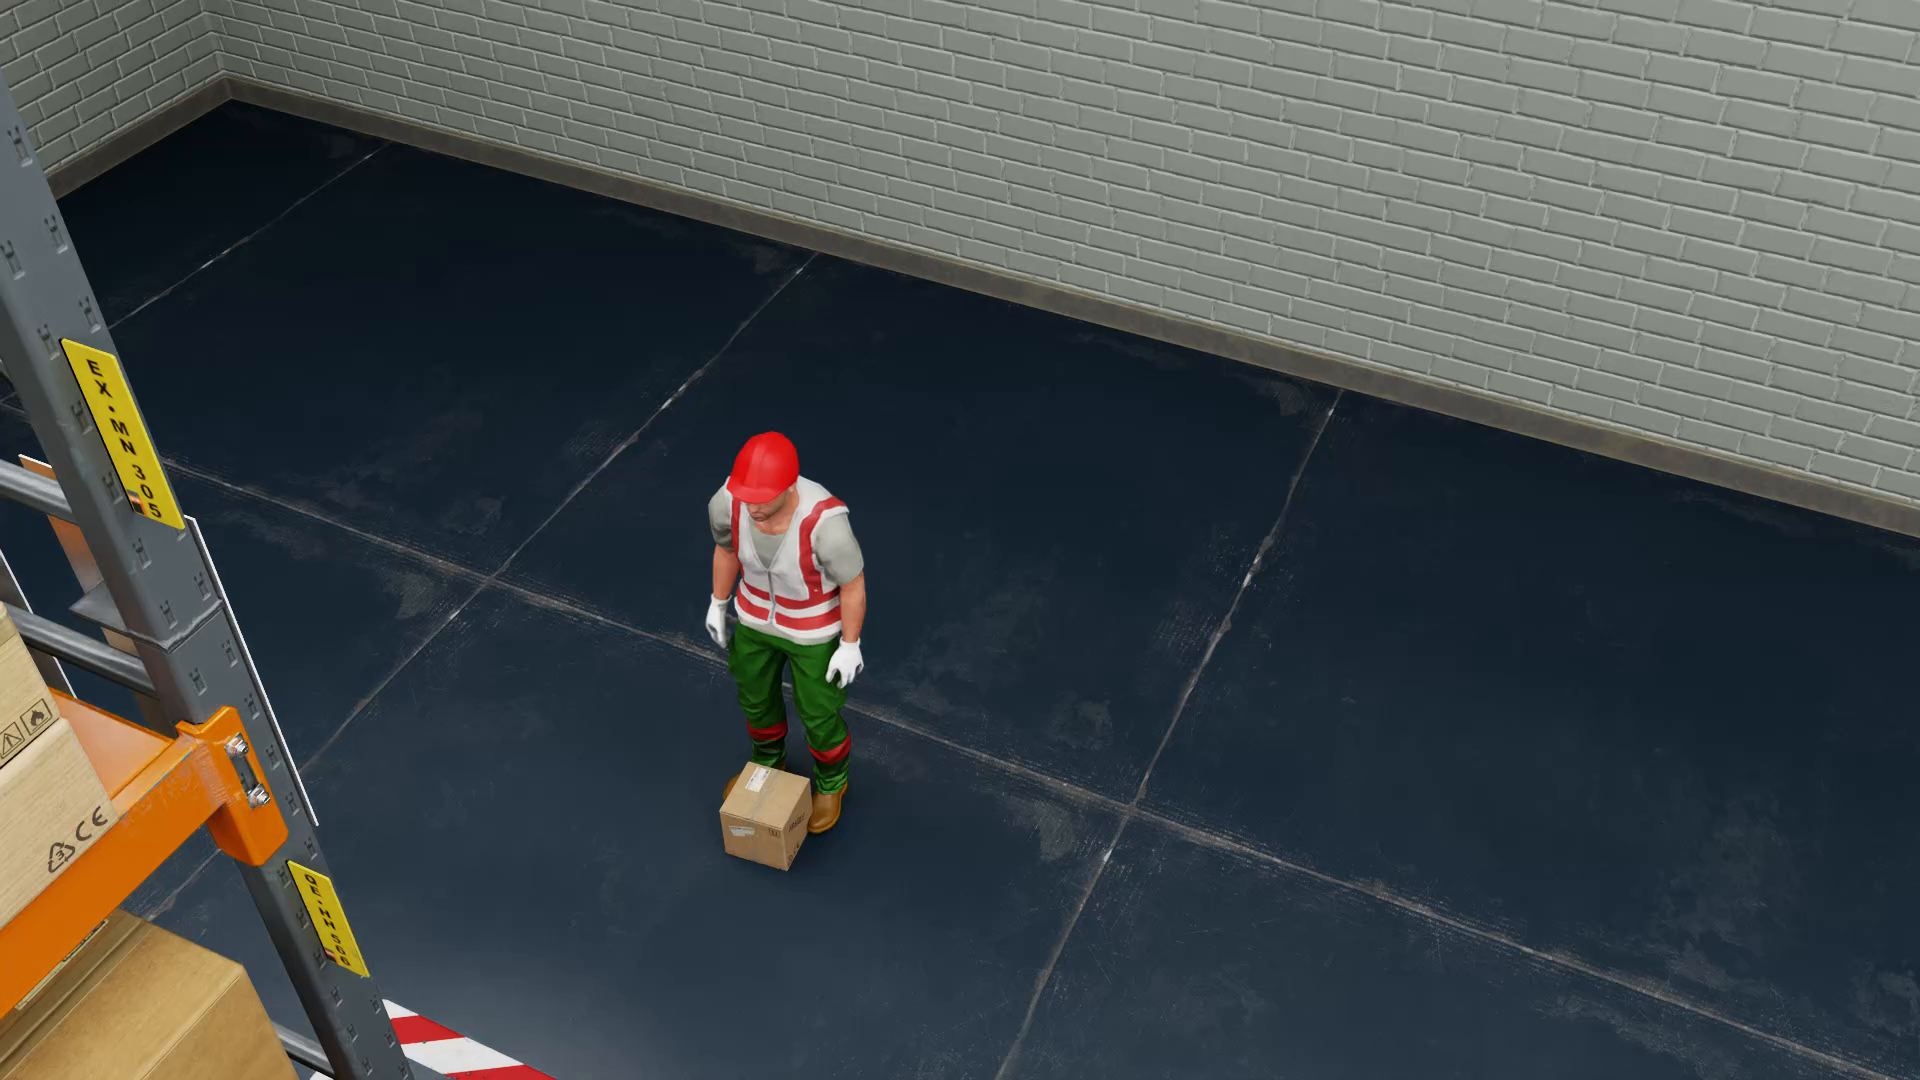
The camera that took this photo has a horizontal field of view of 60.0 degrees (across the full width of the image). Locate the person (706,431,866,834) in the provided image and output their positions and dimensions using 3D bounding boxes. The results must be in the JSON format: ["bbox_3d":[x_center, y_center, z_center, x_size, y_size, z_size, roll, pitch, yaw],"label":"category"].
[{"bbox_3d":[-0.612,0.309,5.800,0.605,1.778,0.450,16,44,17],"label":"person"}]
